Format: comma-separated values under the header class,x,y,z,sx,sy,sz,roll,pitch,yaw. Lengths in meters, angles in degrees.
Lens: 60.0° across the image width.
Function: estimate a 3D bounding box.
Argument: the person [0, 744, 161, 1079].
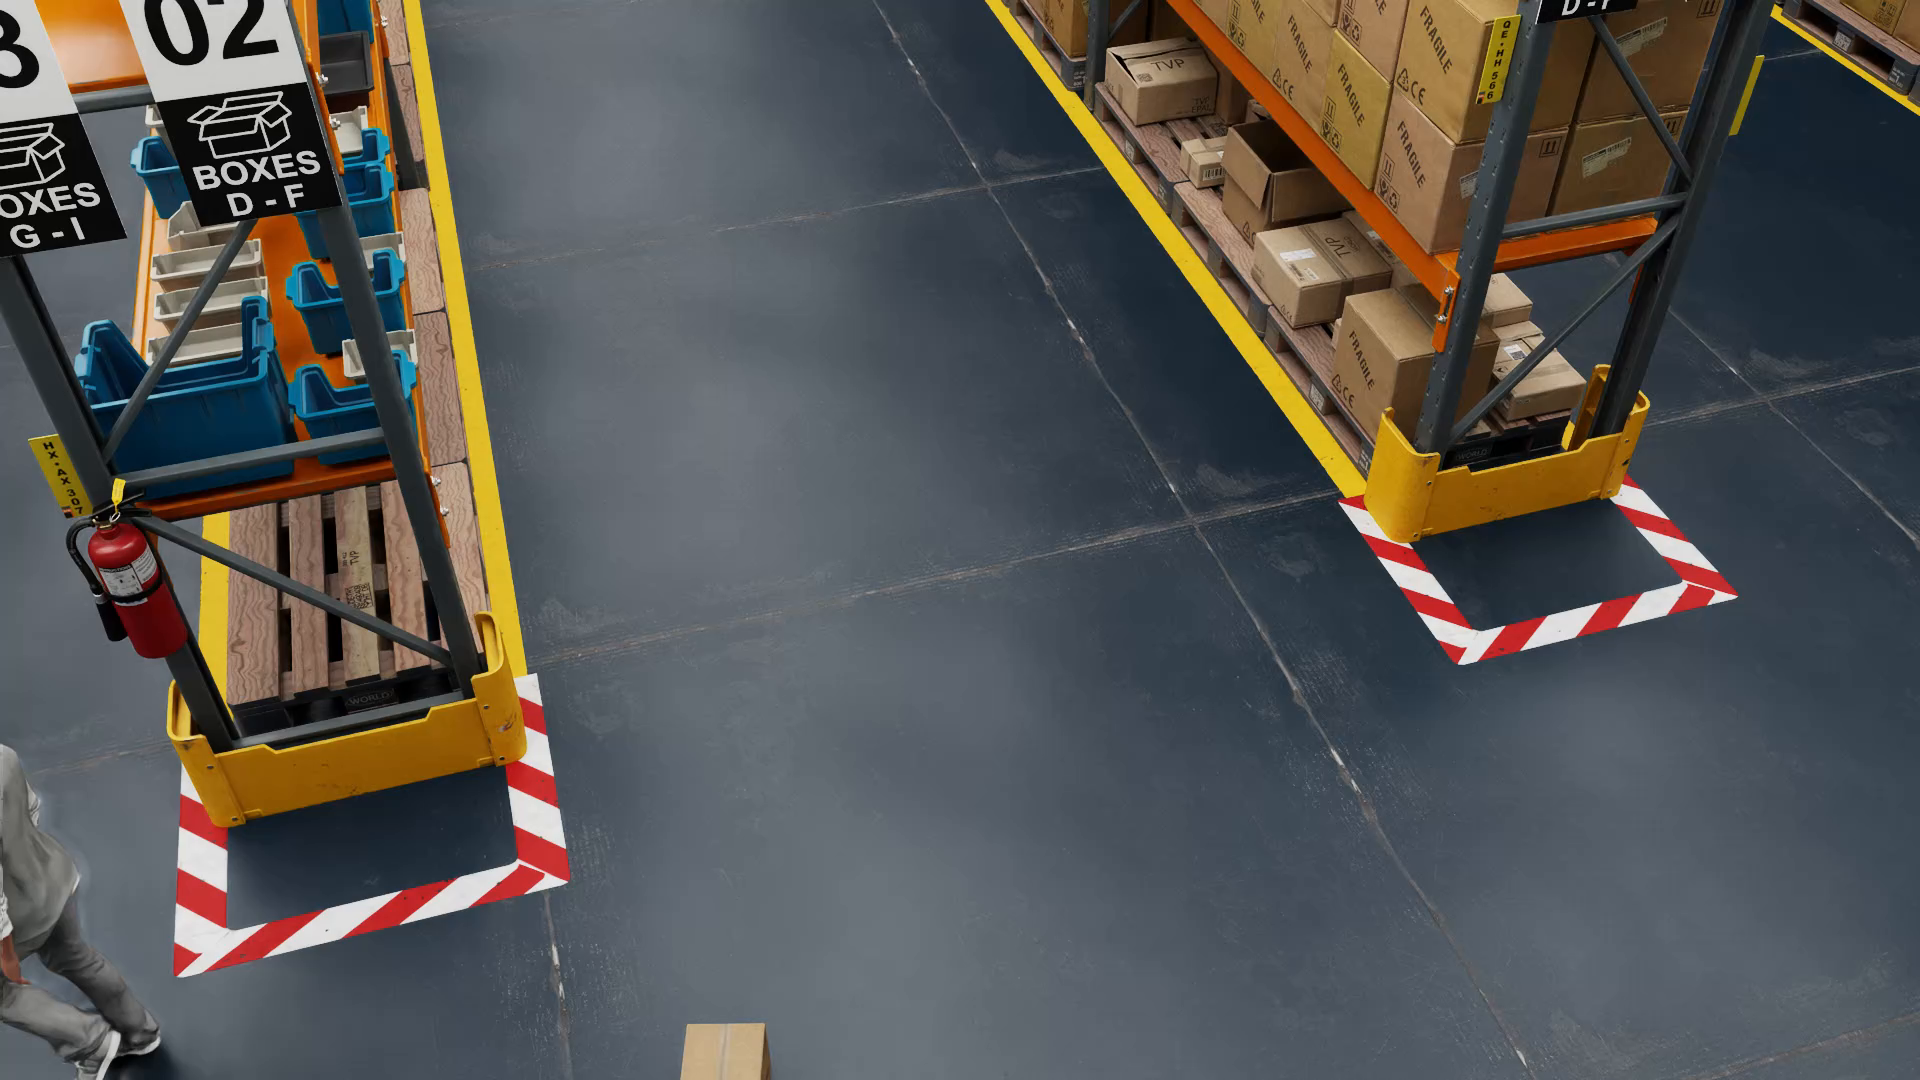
class,x,y,z,sx,sy,sz,roll,pitch,yaw
person,-2.827,1.085,4.967,0.434,1.600,0.454,-1,43,-1
